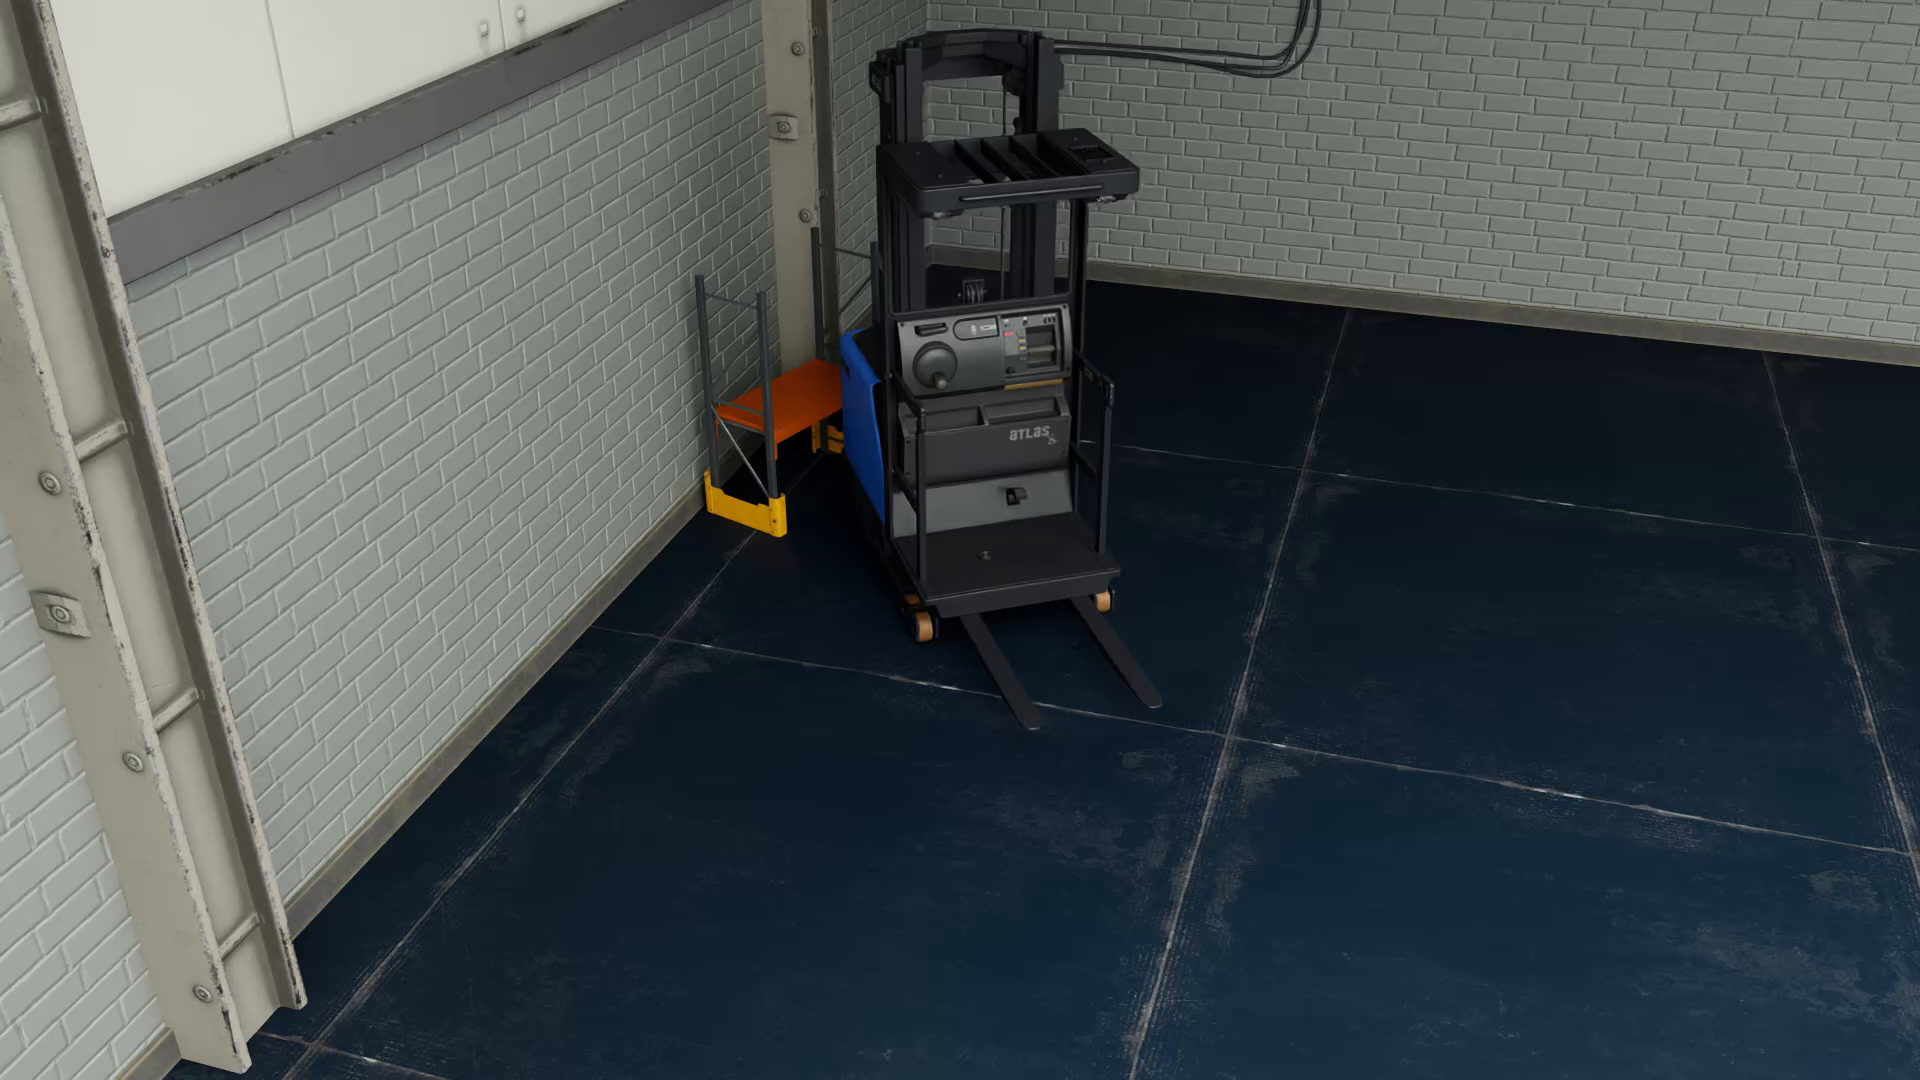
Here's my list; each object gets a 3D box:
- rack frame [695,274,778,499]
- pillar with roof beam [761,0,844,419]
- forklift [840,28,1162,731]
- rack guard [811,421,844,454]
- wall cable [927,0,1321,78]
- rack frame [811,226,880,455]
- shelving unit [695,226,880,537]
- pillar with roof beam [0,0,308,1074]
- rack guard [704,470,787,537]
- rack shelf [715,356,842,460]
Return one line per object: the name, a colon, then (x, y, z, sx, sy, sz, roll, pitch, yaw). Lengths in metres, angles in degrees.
rack frame: (-1.278, -0.767, 9.586, 0.500, 1.500, 0.032, 19, 34, 30)
pillar with roof beam: (3.122, -4.235, 8.107, 9.100, 9.000, 0.400, 8, 30, 15)
forklift: (0.197, -0.957, 8.455, 1.130, 2.935, 3.031, -8, 30, -15)
rack guard: (-0.703, -0.617, 10.602, 0.587, 0.250, 0.087, 19, 34, 30)
wall cable: (1.136, -4.673, 12.088, 3.097, 2.526, 0.112, 8, 30, 15)
rack frame: (-0.692, -1.171, 10.312, 0.500, 1.500, 0.032, 19, 34, 30)
shelving unit: (-0.990, -0.965, 9.942, 0.587, 1.500, 1.083, 19, 34, 30)
pillar with roof beam: (1.361, -1.447, 3.094, 9.100, 9.000, 0.400, 8, 30, 15)
rack guard: (-1.277, -0.221, 9.890, 0.587, 0.250, 0.087, 19, 34, 30)
rack shelf: (-0.985, -0.812, 10.036, 0.538, 0.185, 1.000, 19, 34, 30)
